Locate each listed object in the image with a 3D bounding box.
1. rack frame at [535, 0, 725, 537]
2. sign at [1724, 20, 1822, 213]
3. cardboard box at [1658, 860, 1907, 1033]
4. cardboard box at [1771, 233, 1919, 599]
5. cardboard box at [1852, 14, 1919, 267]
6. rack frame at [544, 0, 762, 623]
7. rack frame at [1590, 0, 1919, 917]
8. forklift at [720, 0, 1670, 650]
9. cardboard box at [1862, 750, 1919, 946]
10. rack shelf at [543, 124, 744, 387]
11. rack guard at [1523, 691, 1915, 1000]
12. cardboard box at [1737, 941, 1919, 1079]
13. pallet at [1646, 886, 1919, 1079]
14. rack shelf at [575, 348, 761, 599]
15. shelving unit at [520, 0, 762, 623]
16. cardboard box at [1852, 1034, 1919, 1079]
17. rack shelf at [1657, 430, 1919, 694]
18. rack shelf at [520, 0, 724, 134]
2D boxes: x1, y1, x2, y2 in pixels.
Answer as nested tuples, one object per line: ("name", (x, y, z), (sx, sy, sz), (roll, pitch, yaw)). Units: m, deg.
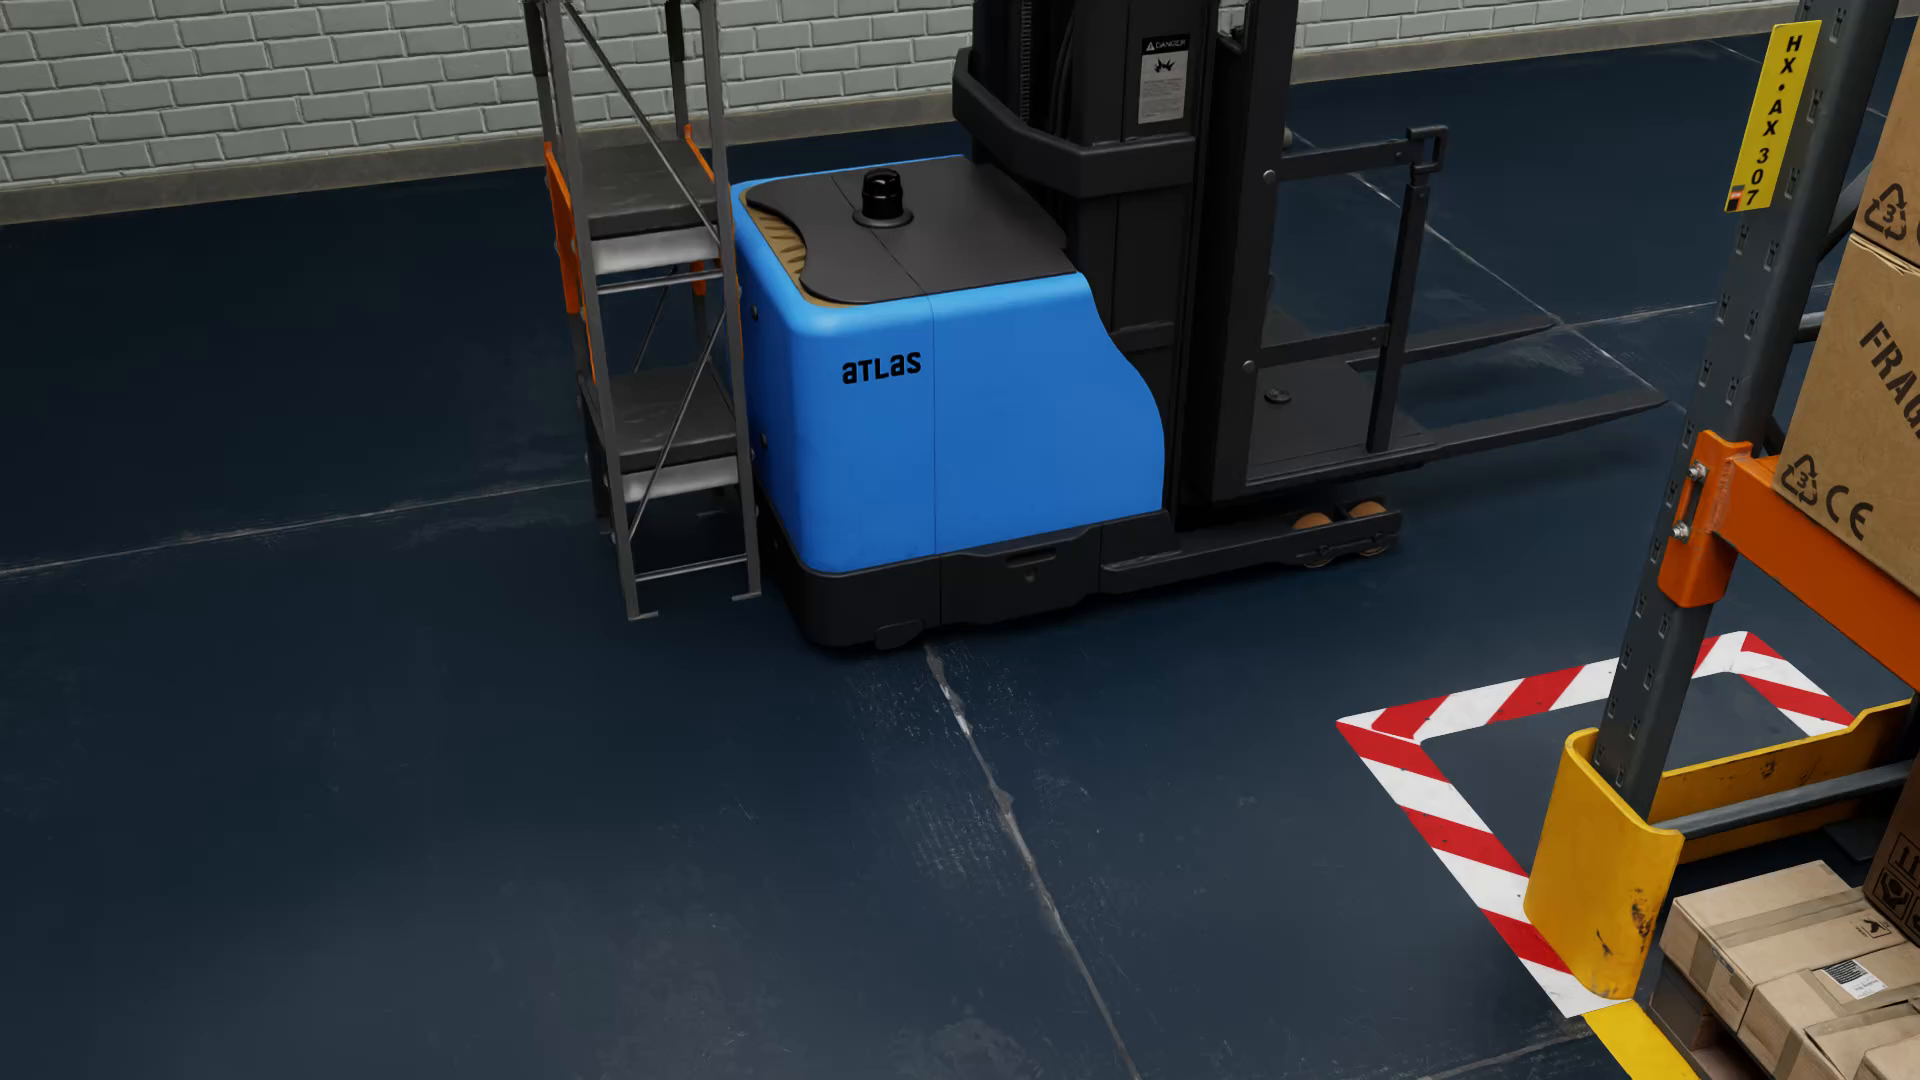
("rack frame", (-0.951, -0.927, 4.748), (0.400, 2.100, 0.015), (-11, 35, -16))
("sign", (1.383, -0.716, 2.828), (0.100, 0.325, 0.005), (-10, 35, -15))
("cardboard box", (1.700, 0.837, 3.449), (0.380, 0.149, 0.250), (-10, 35, -15))
("cardboard box", (1.784, -0.211, 2.757), (0.500, 0.500, 0.500), (-9, 35, -14))
("cardboard box", (1.784, -0.628, 2.482), (0.500, 0.500, 0.500), (-9, 35, -13))
("rack frame", (-0.786, -0.674, 4.365), (0.400, 2.100, 0.015), (-11, 35, -16))
("rack frame", (1.900, -0.446, 3.205), (1.000, 3.000, 0.127), (-10, 35, -15))
("forklift", (0.838, -1.400, 4.710), (3.031, 2.935, 1.130), (-11, 35, -16))
("cardboard box", (2.300, 0.657, 3.403), (0.500, 0.500, 0.500), (-10, 35, -15))
("rack shelf", (-0.868, -0.789, 4.564), (0.431, 0.518, 0.480), (-11, 35, -16))
("rack guard", (1.923, 0.636, 3.833), (1.175, 0.500, 0.348), (-10, 35, -15))
("cardboard box", (1.776, 0.961, 3.246), (0.380, 0.166, 0.250), (-10, 35, -15))
("pallet", (2.167, 1.176, 3.280), (1.003, 0.211, 1.213), (-10, 35, -15))
("rack shelf", (-0.868, -0.205, 4.950), (0.431, 0.518, 0.480), (-11, 35, -16))
("shelving unit", (-0.868, -0.800, 4.556), (0.431, 2.100, 0.503), (-11, 35, -16))
("cardboard box", (1.948, 1.113, 2.940), (0.500, 0.250, 0.500), (-10, 35, -15))
("rack shelf", (2.510, 0.904, 1.814), (1.077, 0.370, 4.000), (-10, 35, -15))
("rack shelf", (-0.868, -1.373, 4.178), (0.431, 0.518, 0.480), (-11, 35, -16))
